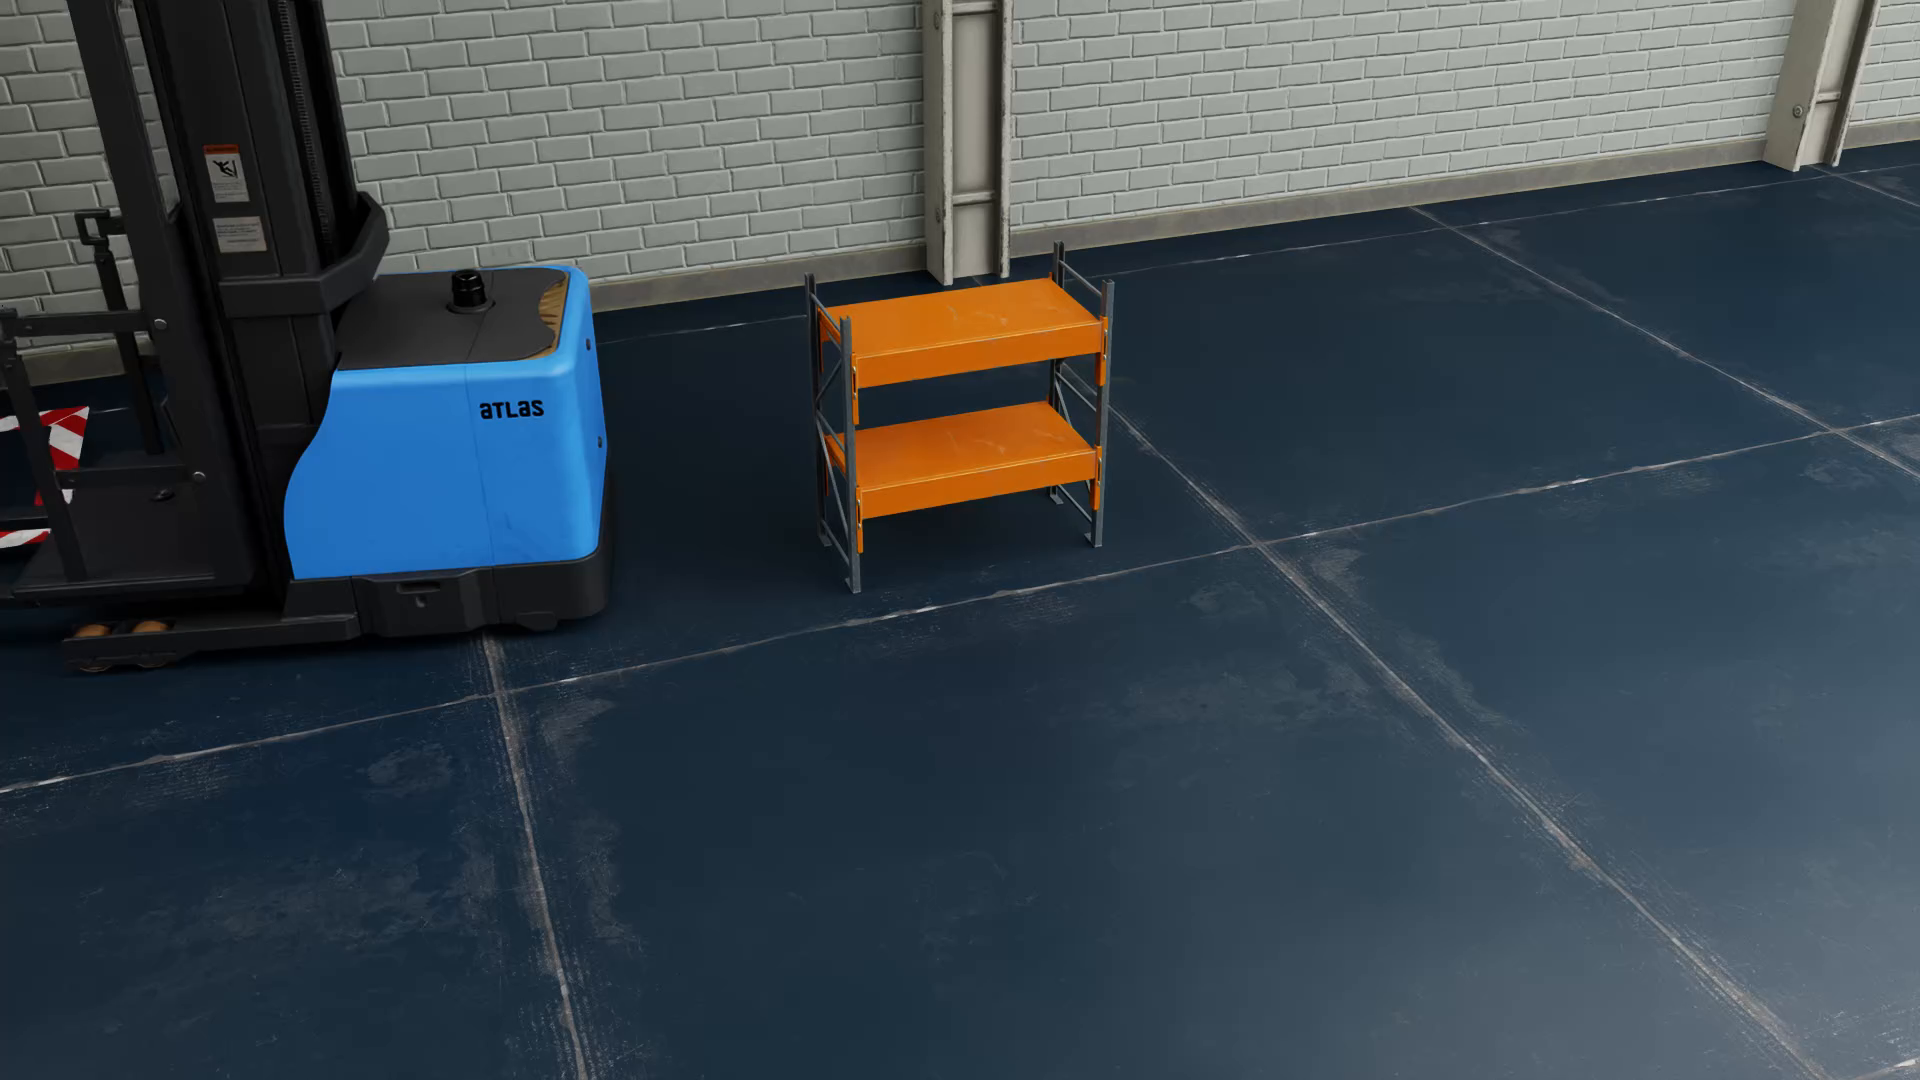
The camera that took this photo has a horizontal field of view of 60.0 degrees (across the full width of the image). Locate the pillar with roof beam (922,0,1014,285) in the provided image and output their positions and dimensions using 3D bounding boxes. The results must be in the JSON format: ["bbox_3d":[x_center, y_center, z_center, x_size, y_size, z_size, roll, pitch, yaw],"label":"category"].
[{"bbox_3d":[1.541,-3.430,3.681,0.400,9.000,9.100,-10,31,-18],"label":"pillar with roof beam"}]

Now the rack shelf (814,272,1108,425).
[{"bbox_3d":[-0.006,-0.742,6.325,1.000,0.278,0.538,-10,31,-18],"label":"rack shelf"}]

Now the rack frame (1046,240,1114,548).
[{"bbox_3d":[0.470,-0.575,6.624,0.032,1.125,0.500,-10,31,-18],"label":"rack frame"}]

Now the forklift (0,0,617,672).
[{"bbox_3d":[-2.871,-1.082,5.689,3.031,2.935,1.130,-4,30,-7],"label":"forklift"}]

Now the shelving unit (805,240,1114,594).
[{"bbox_3d":[-0.006,-0.488,6.470,1.048,1.125,0.538,-10,31,-18],"label":"shelving unit"}]

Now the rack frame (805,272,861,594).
[{"bbox_3d":[-0.483,-0.400,6.315,0.032,1.125,0.500,-10,31,-18],"label":"rack frame"}]

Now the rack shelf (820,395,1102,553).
[{"bbox_3d":[-0.006,-0.275,6.591,1.000,0.278,0.538,-10,31,-18],"label":"rack shelf"}]

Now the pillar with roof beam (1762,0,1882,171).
[{"bbox_3d":[7.165,-4.466,5.499,0.400,9.000,9.100,-10,31,-18],"label":"pillar with roof beam"}]
